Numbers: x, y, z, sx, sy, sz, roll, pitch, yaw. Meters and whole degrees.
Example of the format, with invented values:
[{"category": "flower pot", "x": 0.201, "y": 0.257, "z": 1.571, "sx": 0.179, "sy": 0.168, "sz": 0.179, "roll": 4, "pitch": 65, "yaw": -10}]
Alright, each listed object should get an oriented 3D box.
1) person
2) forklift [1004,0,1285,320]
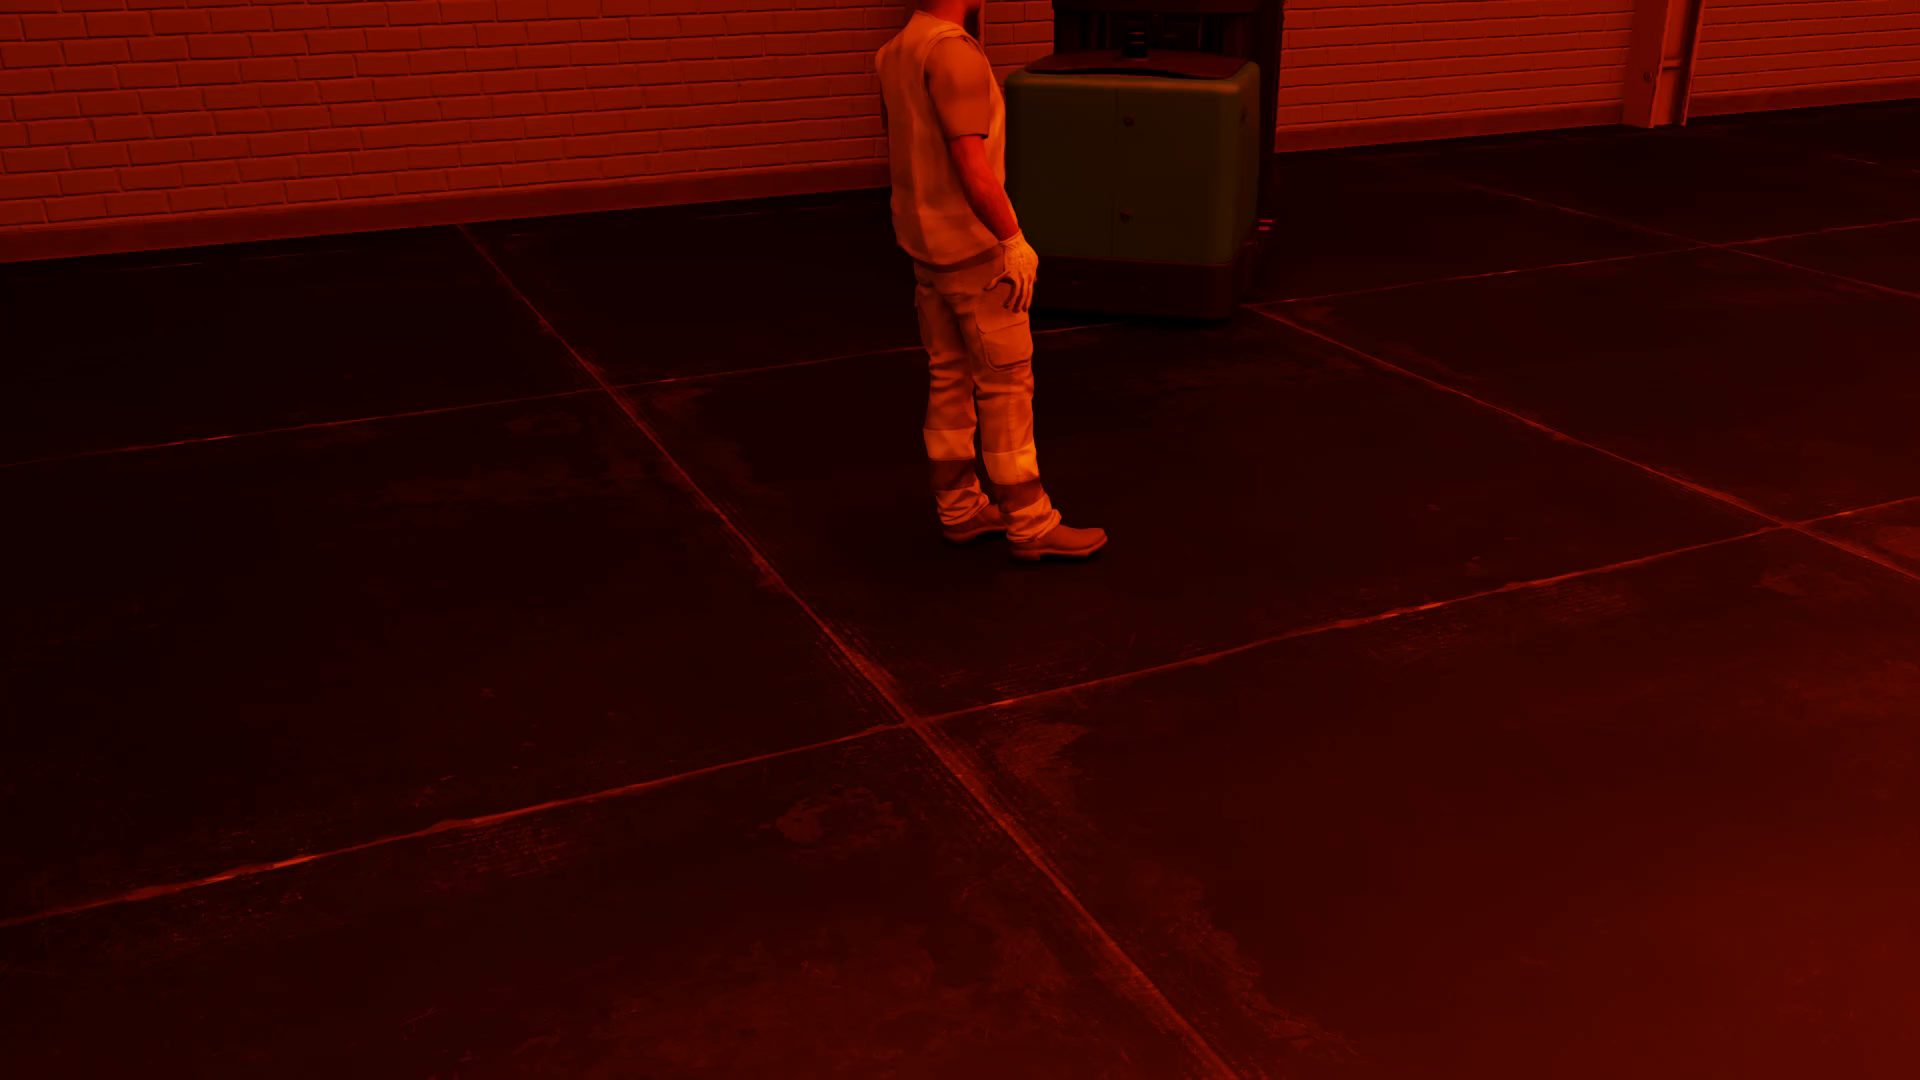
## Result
[{"category": "person", "x": 0.078, "y": -0.842, "z": 4.782, "sx": 0.562, "sy": 1.790, "sz": 0.637, "roll": -10, "pitch": 25, "yaw": -23}, {"category": "forklift", "x": 1.063, "y": -2.848, "z": 8.142, "sx": 1.130, "sy": 2.935, "sz": 3.031, "roll": 6, "pitch": 23, "yaw": 14}]
